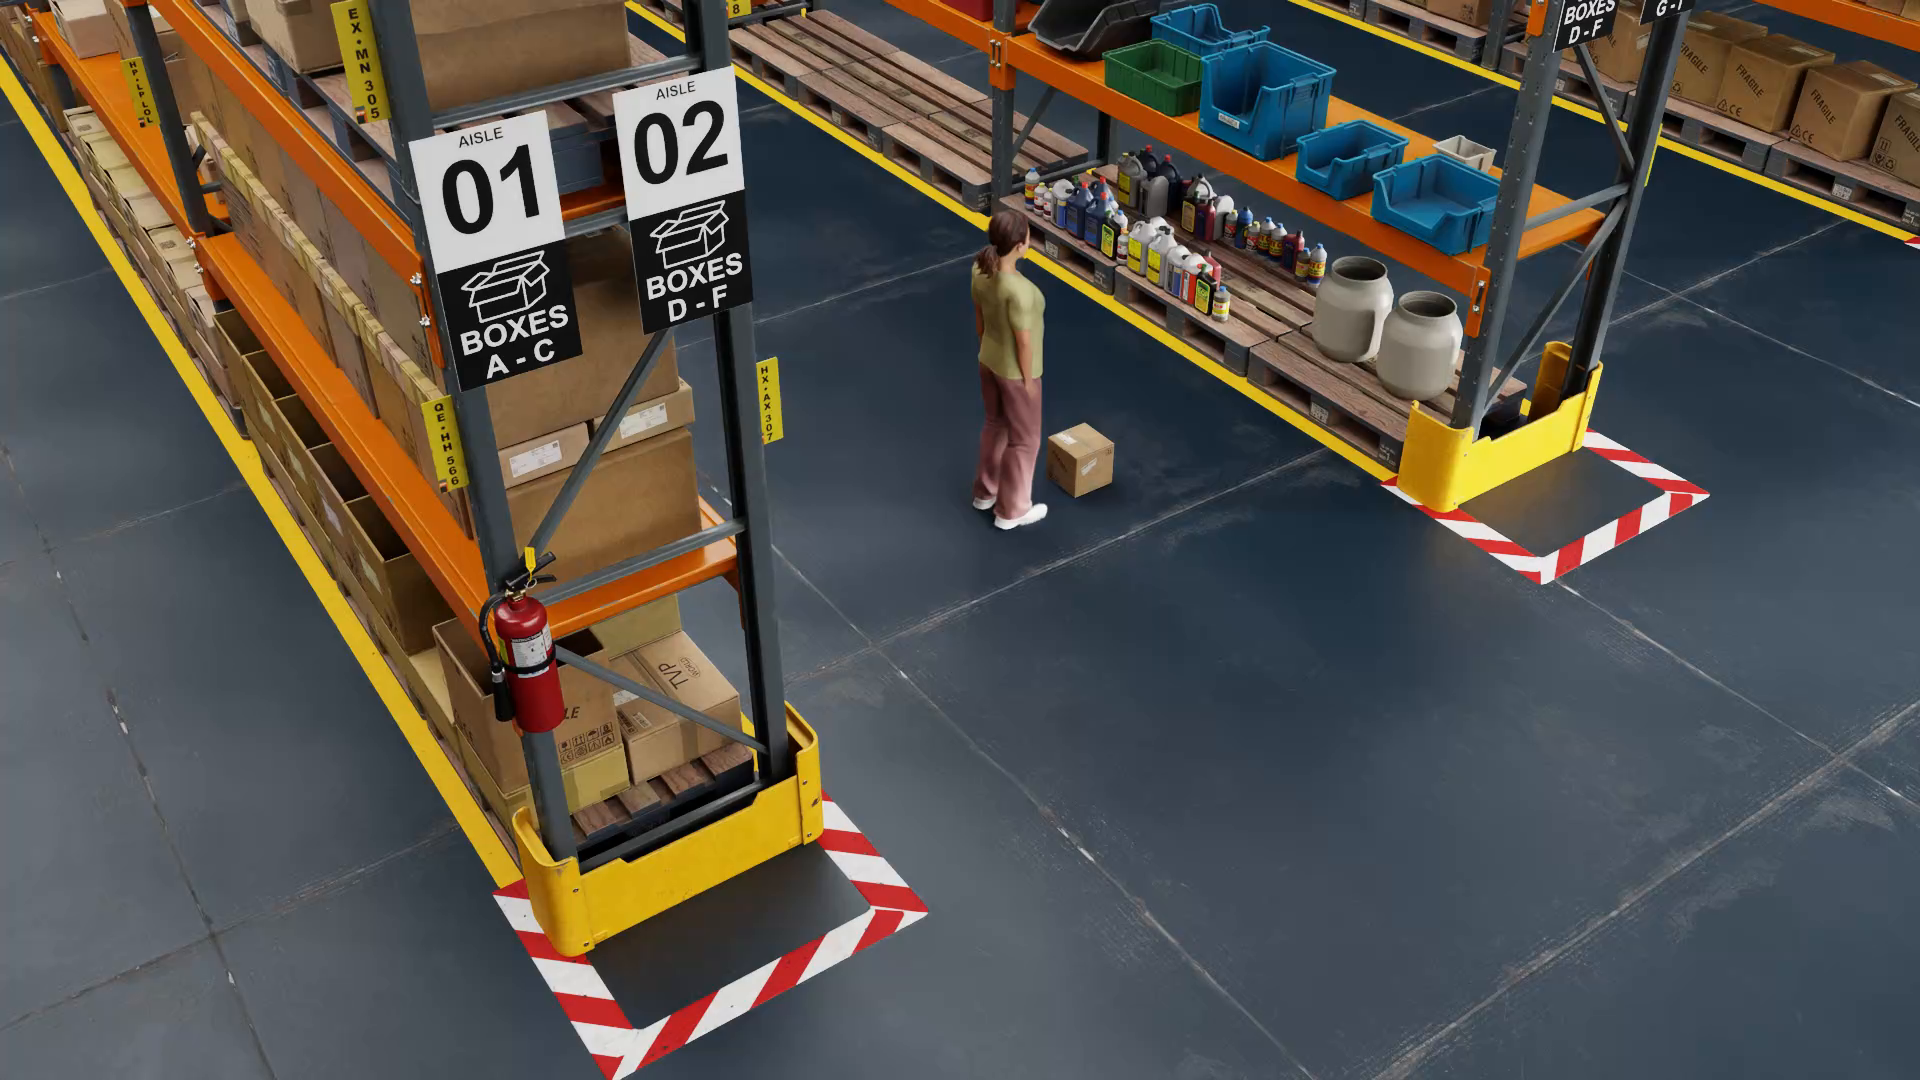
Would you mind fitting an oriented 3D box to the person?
[{"bbox_3d":[0.226,-0.831,8.136,0.358,1.678,0.442,-22,42,-27],"label":"person"}]
